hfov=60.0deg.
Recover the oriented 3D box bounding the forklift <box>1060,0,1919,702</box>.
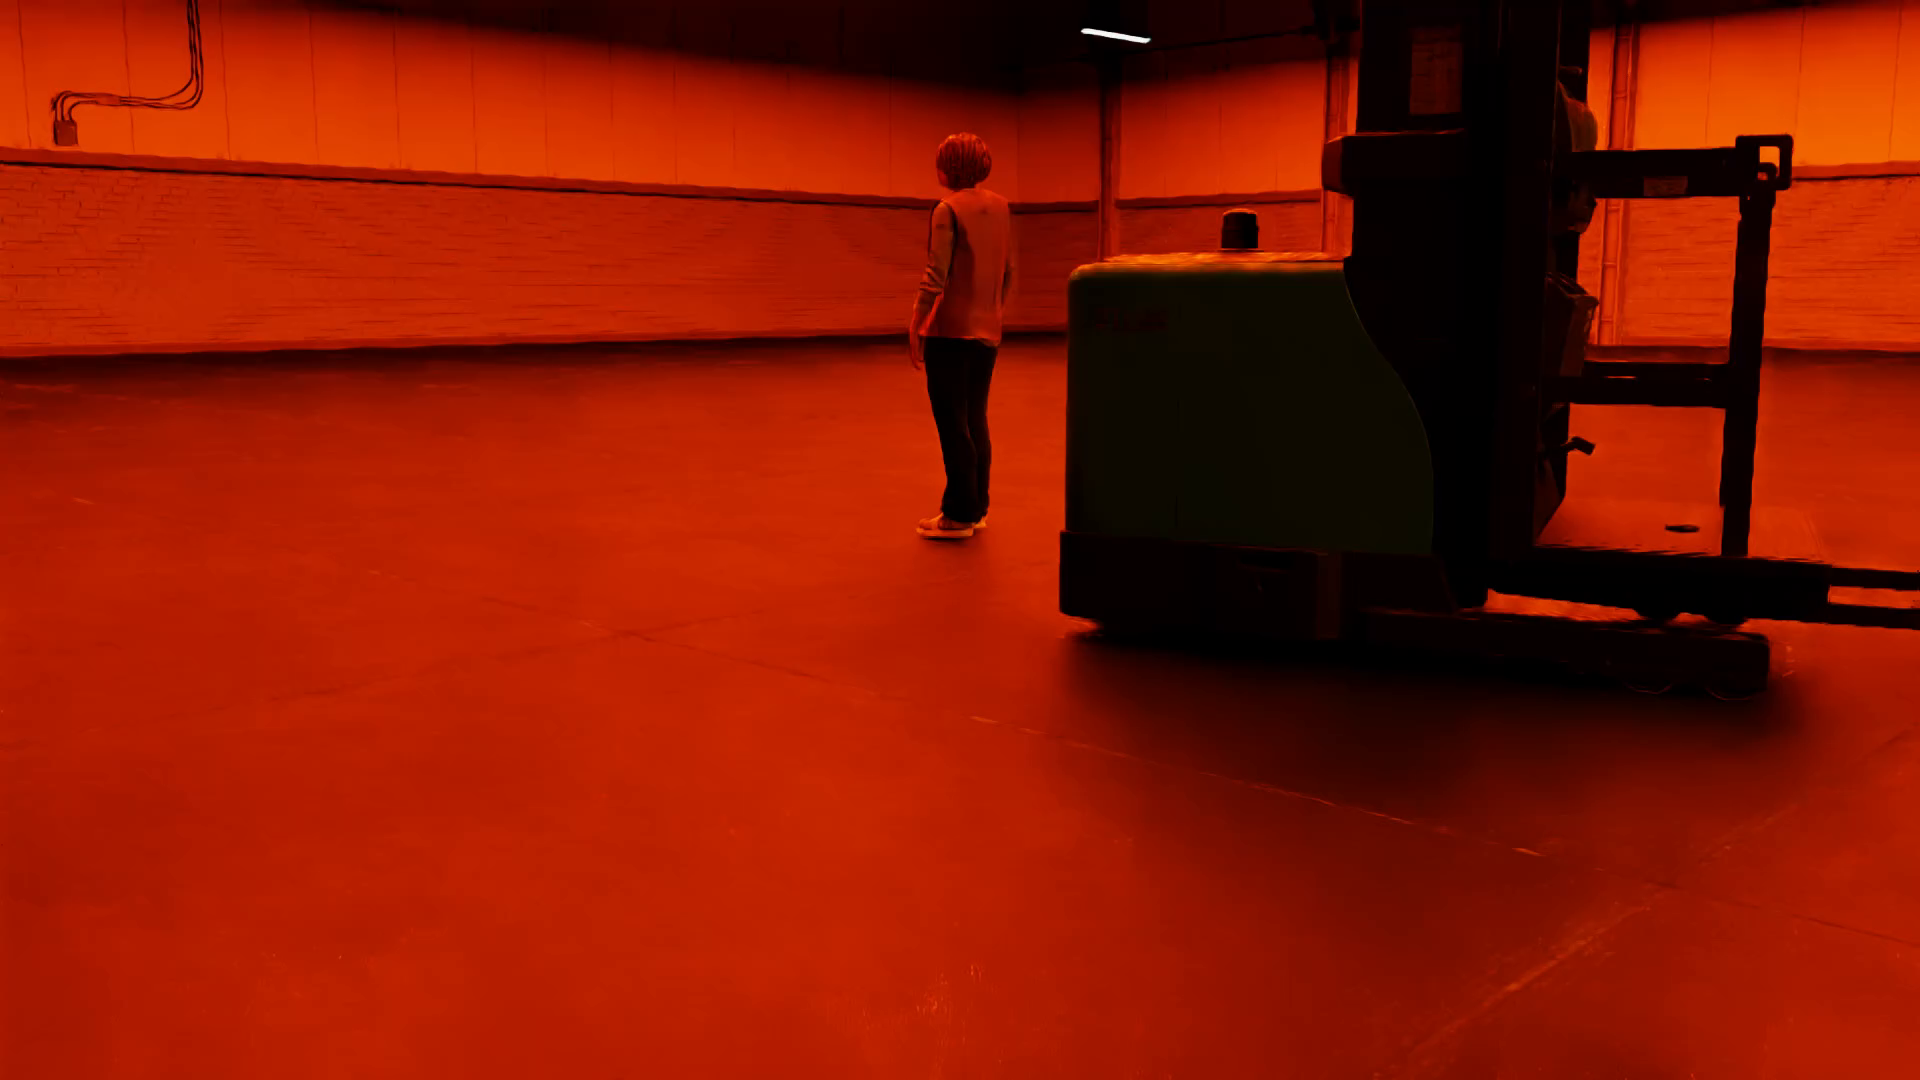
[{"bbox_3d":[1.854,-1.142,4.458,3.031,2.935,1.130,4,9,24],"label":"forklift"}]

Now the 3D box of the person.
[{"bbox_3d":[-0.044,-0.806,6.658,0.474,1.597,0.520,8,12,43],"label":"person"}]
